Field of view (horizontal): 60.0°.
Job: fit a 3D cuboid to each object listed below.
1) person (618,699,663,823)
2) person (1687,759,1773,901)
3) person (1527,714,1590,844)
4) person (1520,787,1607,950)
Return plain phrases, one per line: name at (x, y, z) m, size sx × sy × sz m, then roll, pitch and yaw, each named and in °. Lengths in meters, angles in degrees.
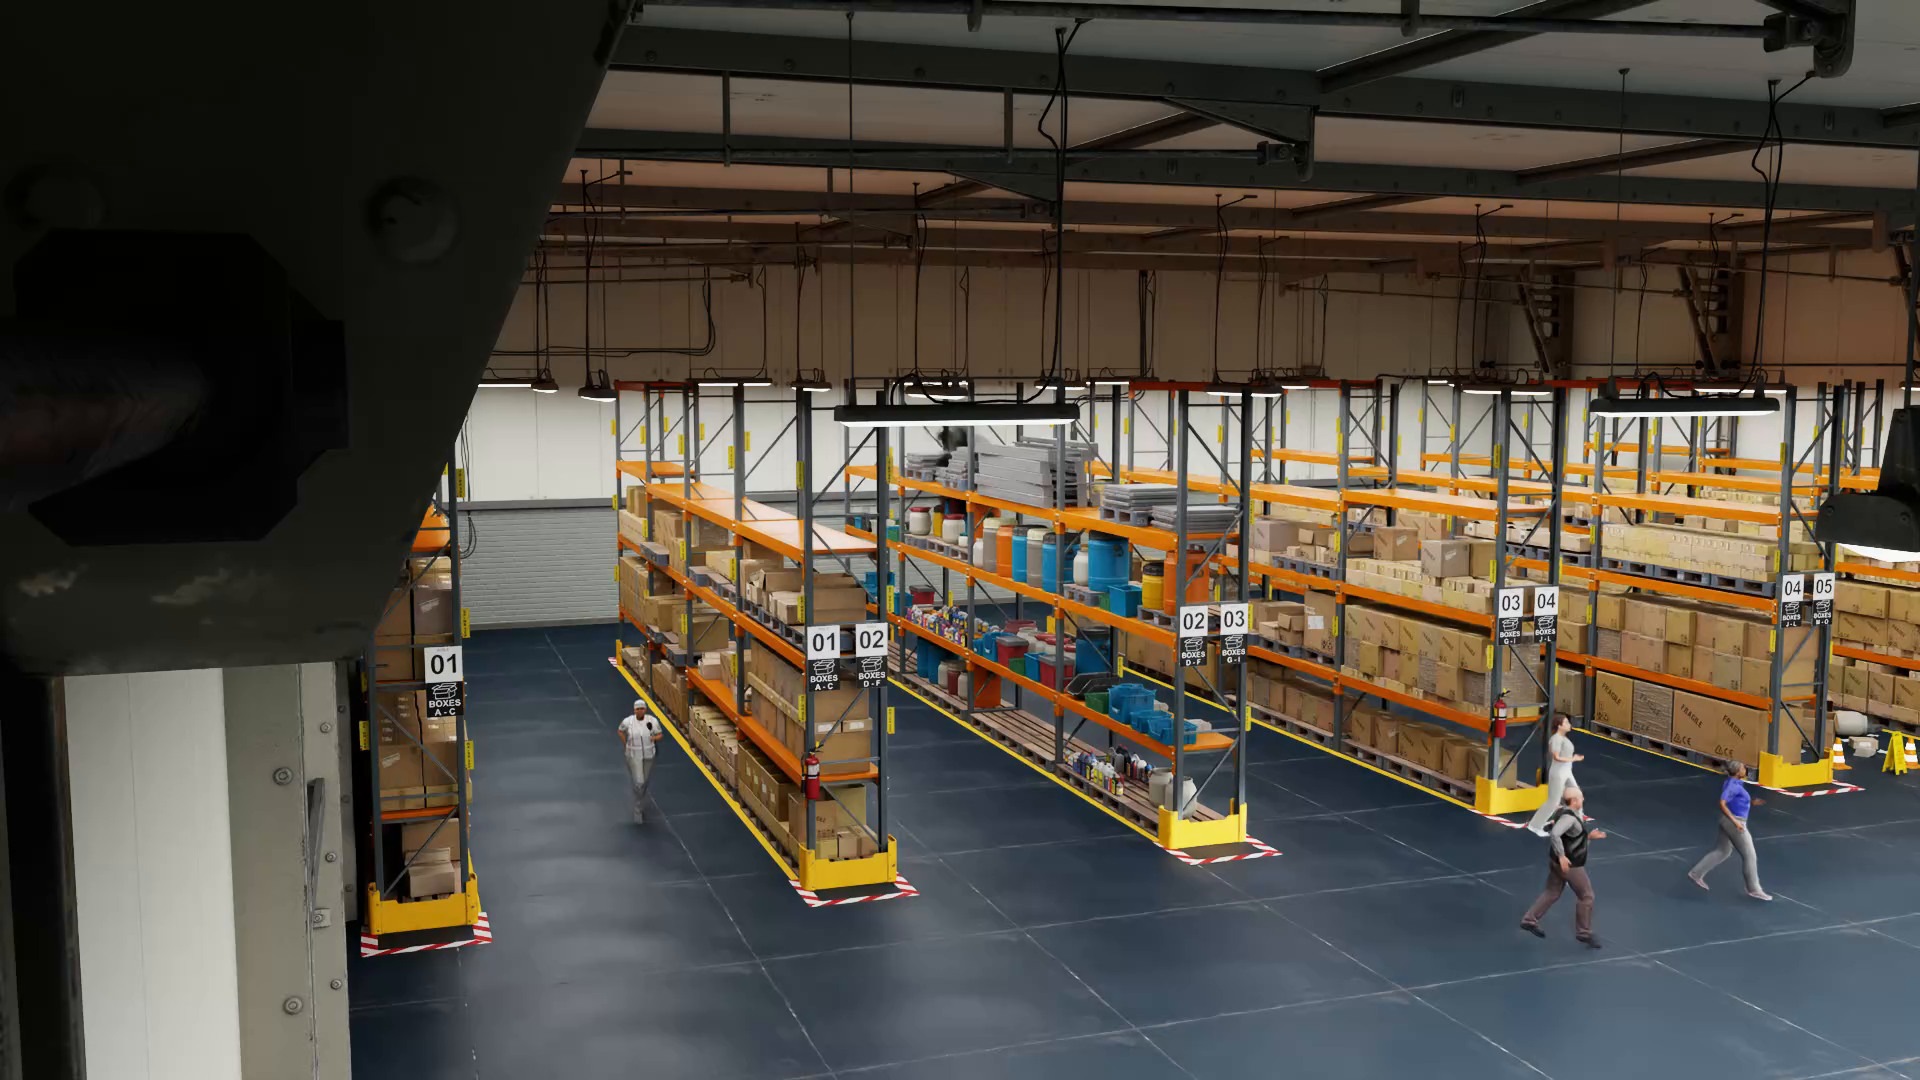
person at (-4.443, 3.075, 23.248) m, size 0.574 × 1.728 × 0.754 m, roll -3°, pitch 7°, yaw -25°
person at (9.143, 3.410, 19.671) m, size 0.934 × 1.655 × 0.573 m, roll 1°, pitch 6°, yaw 8°
person at (7.969, 3.157, 22.057) m, size 0.782 × 1.710 × 0.571 m, roll 4°, pitch 7°, yaw 33°
person at (6.575, 3.557, 18.074) m, size 0.869 × 1.773 × 0.627 m, roll 0°, pitch 6°, yaw 3°
